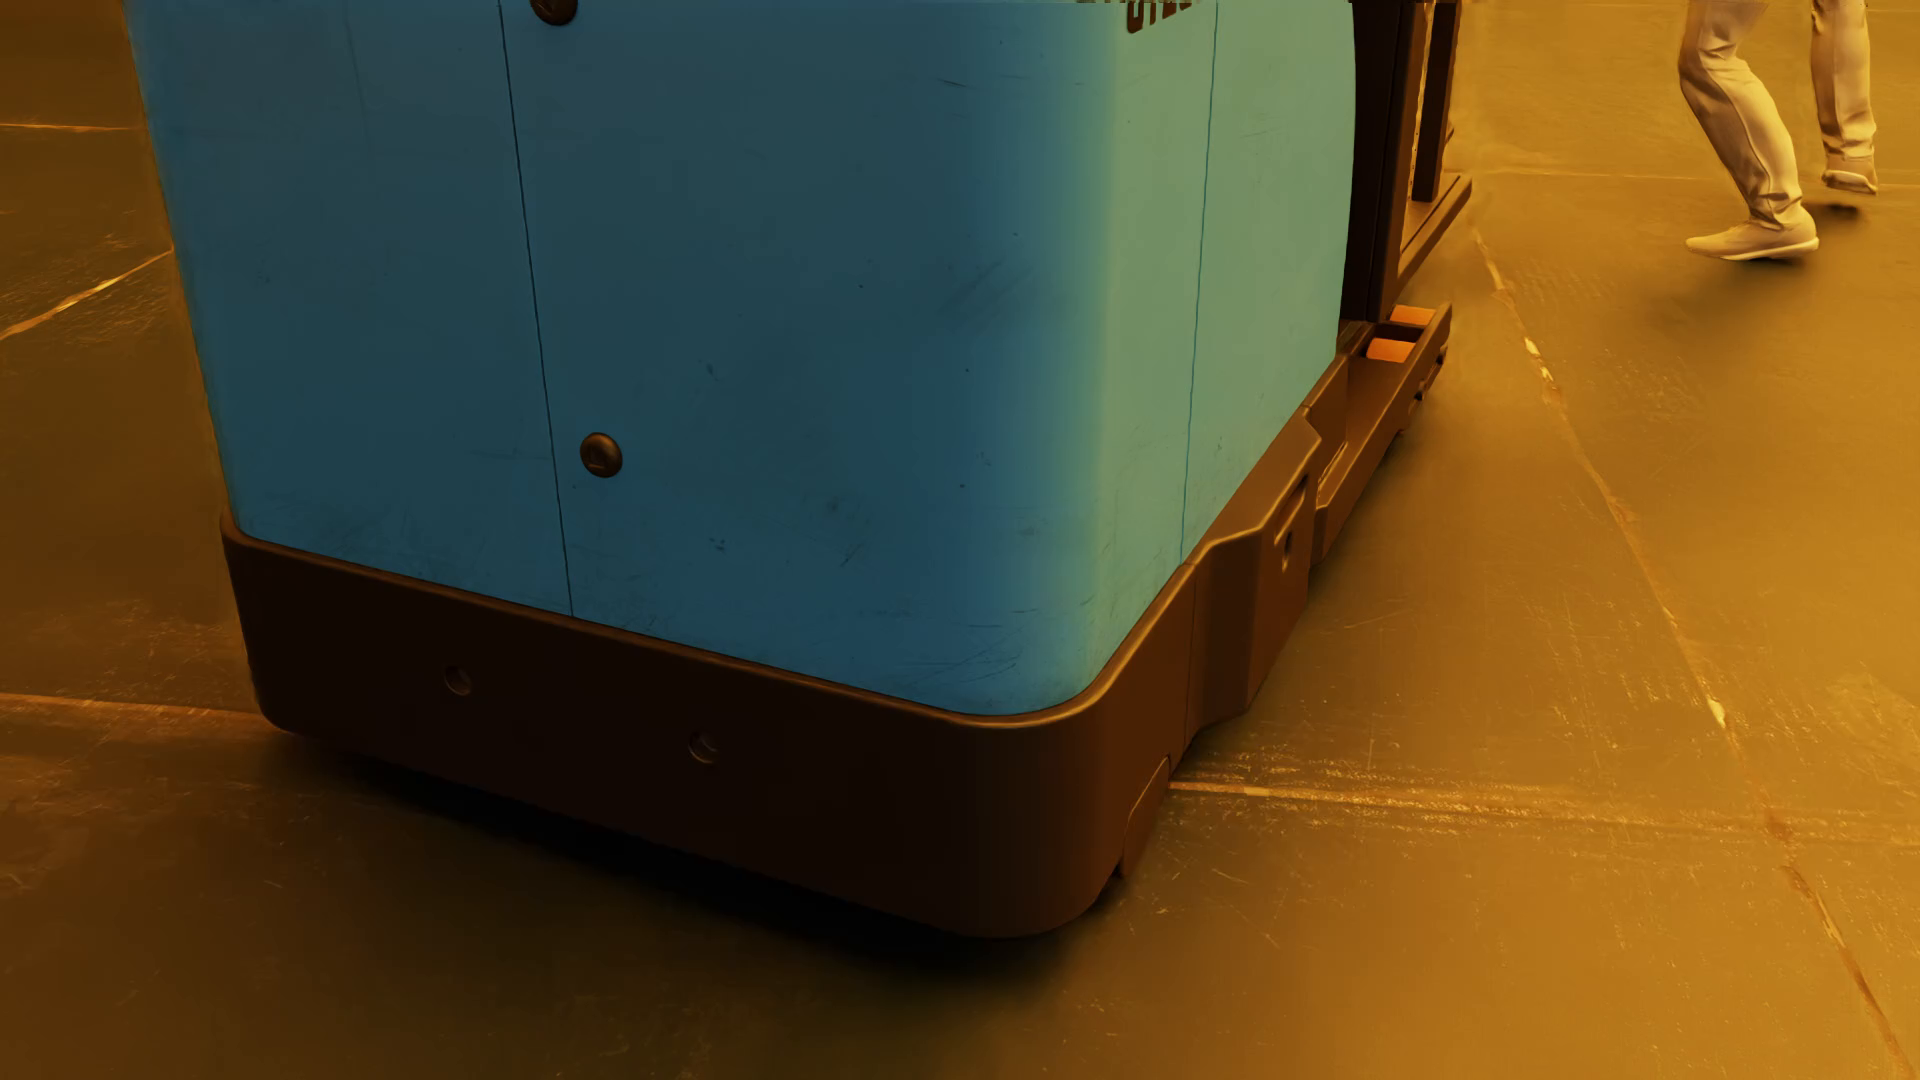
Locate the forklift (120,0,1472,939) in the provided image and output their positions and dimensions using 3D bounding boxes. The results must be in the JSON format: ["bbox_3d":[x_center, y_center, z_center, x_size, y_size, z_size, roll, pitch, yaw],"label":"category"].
[{"bbox_3d":[0.245,-1.564,2.352,1.130,2.935,3.031,12,29,22],"label":"forklift"}]

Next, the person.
[{"bbox_3d":[1.811,-1.416,3.602,1.056,1.606,0.527,-7,27,-14],"label":"person"}]
